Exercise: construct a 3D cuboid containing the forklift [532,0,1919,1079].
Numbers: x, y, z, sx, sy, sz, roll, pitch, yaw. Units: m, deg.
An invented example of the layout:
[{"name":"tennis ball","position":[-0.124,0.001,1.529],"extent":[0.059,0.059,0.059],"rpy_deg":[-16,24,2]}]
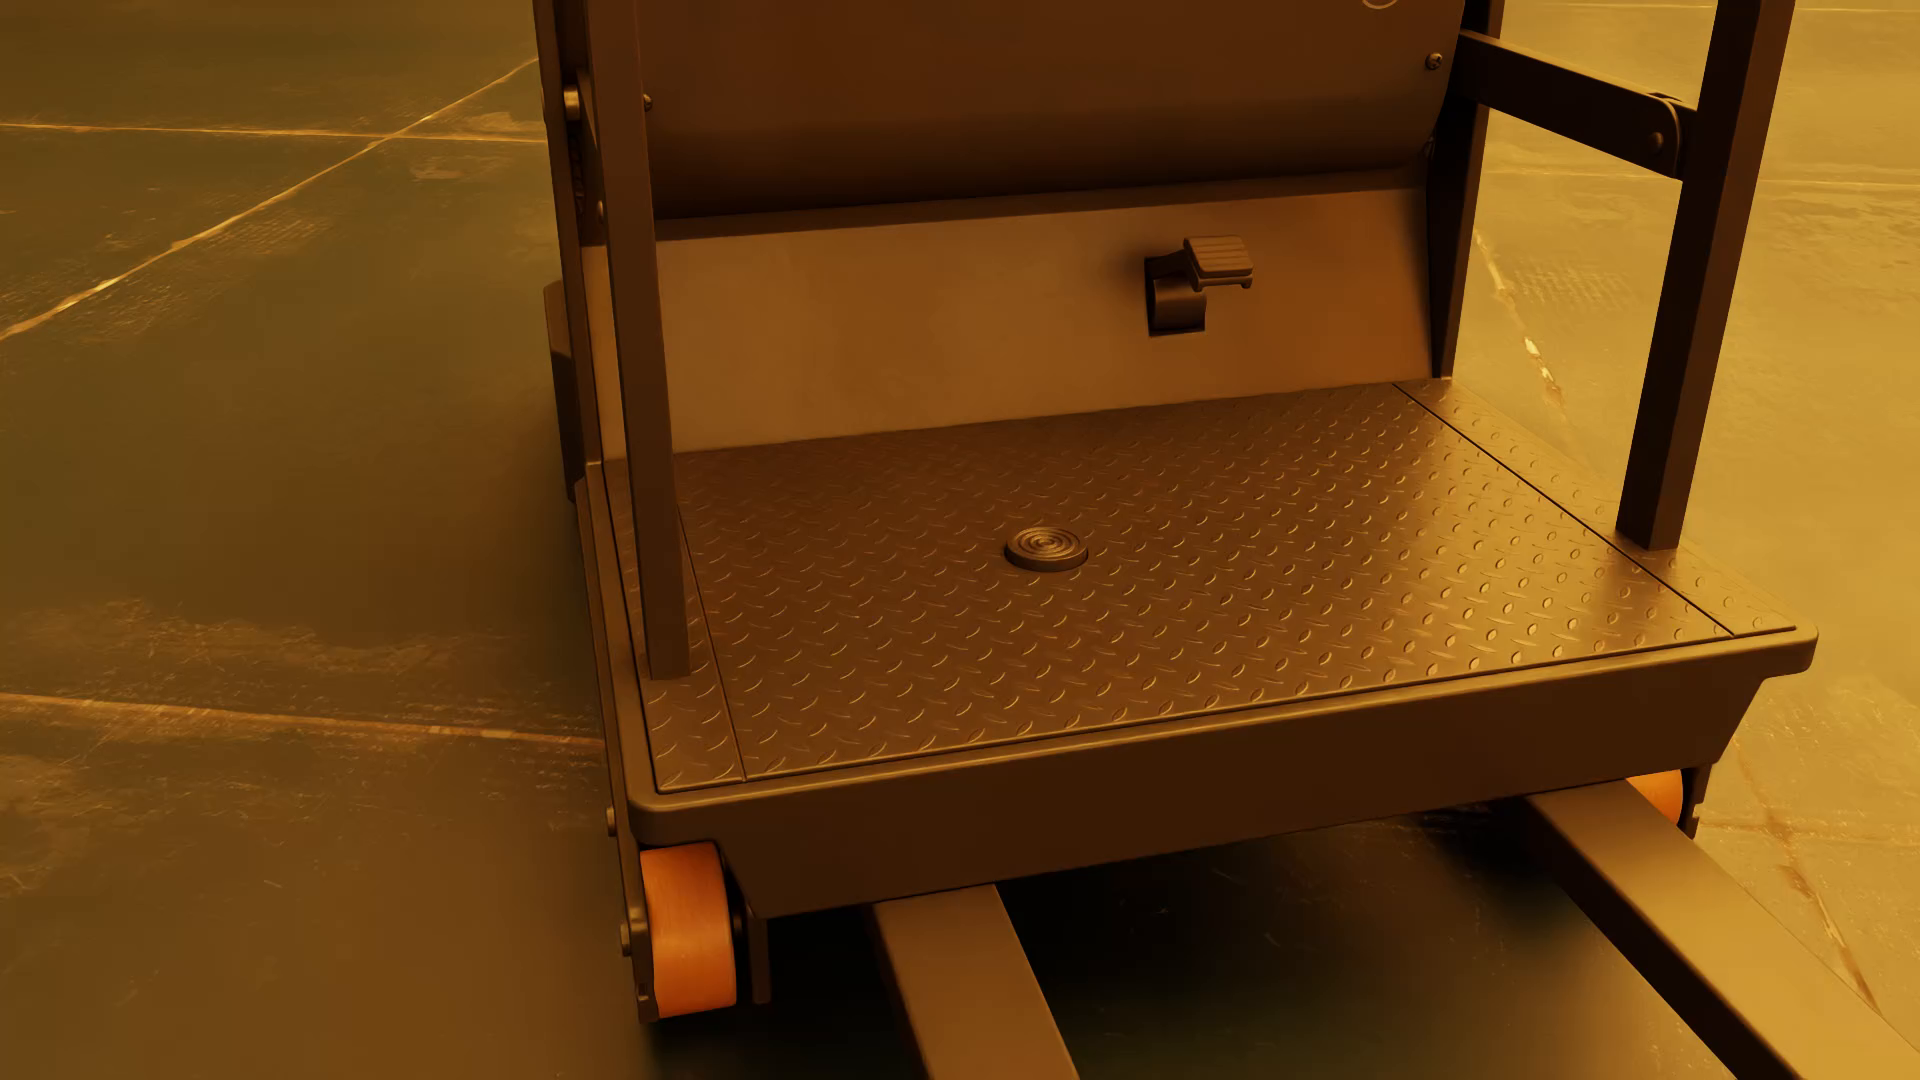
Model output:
[{"name":"forklift","position":[0.153,-1.049,1.319],"extent":[1.130,2.935,3.031],"rpy_deg":[-7,27,-13]}]
